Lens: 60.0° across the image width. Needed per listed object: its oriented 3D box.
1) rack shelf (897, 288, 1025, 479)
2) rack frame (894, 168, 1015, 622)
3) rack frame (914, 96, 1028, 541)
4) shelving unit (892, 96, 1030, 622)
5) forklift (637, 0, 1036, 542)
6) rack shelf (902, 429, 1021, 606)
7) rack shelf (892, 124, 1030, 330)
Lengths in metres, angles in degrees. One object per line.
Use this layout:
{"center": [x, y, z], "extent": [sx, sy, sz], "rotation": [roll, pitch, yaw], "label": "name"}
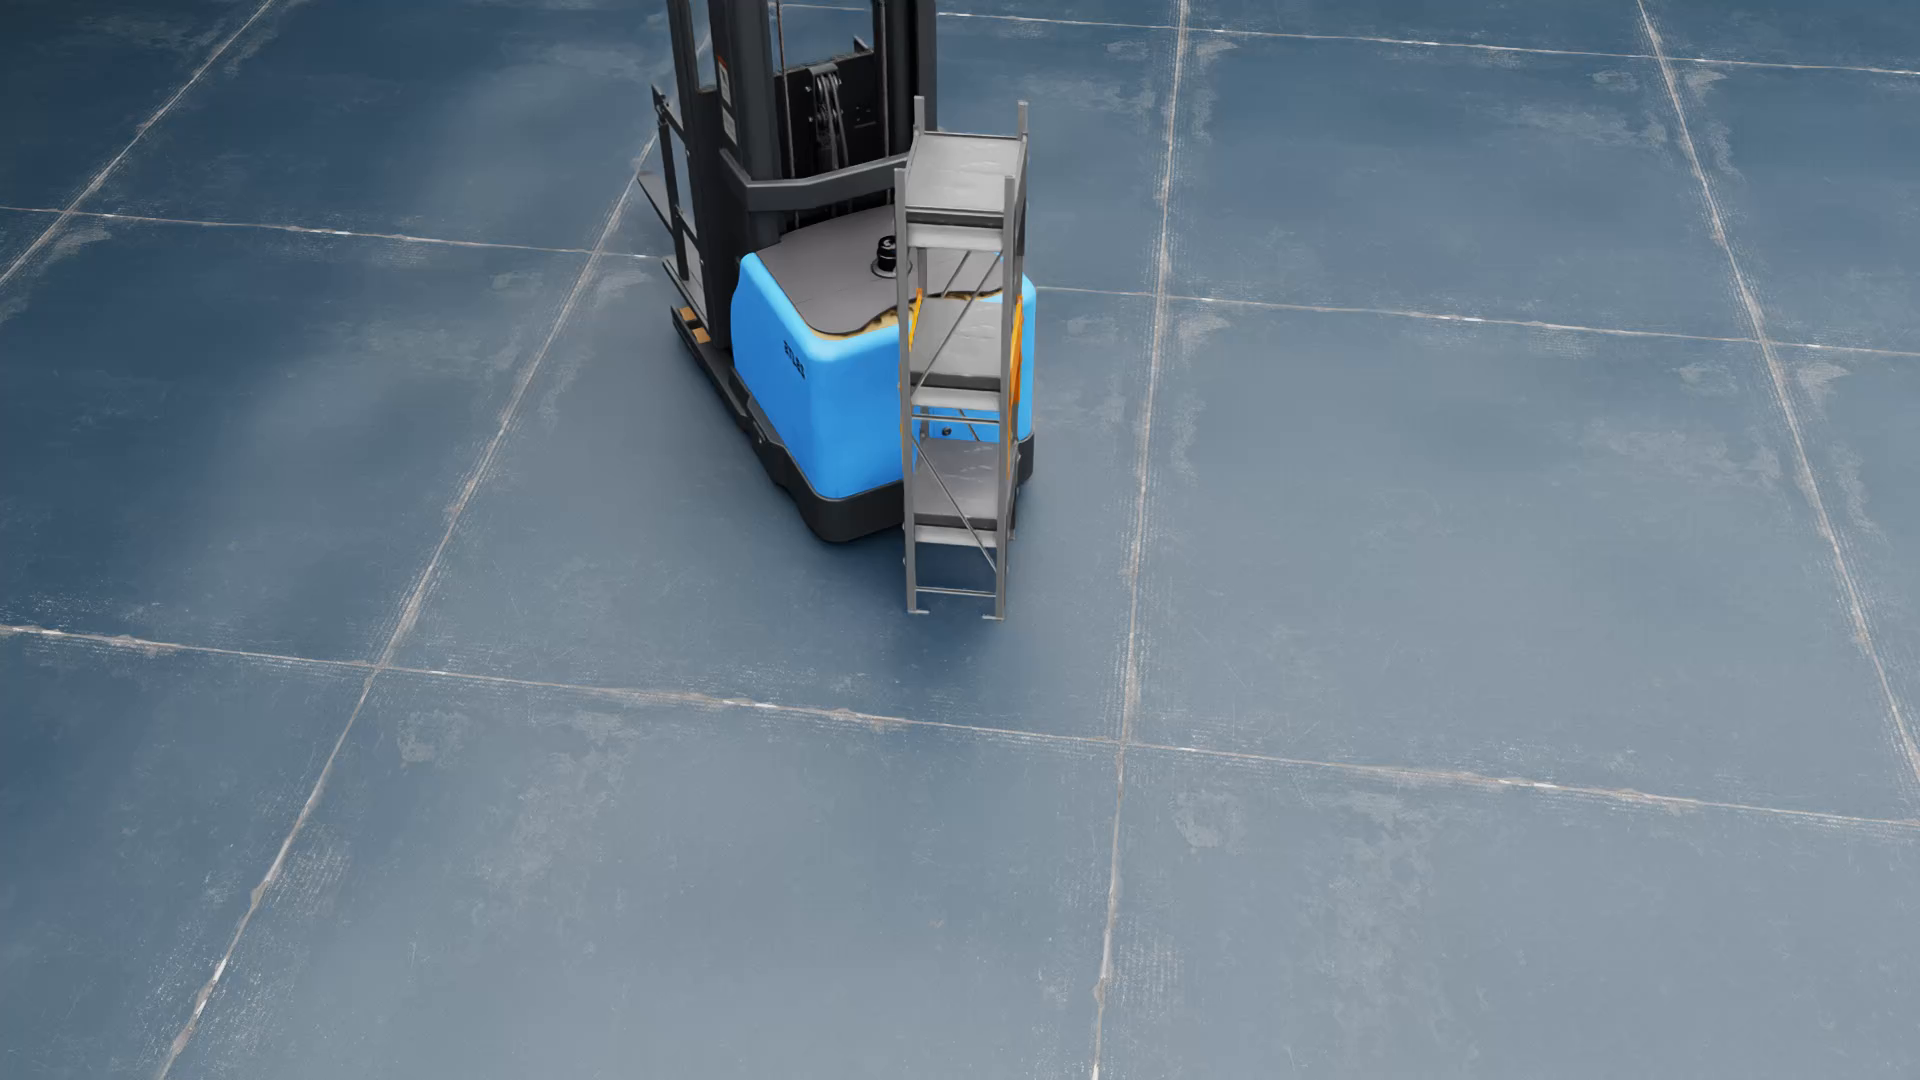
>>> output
{"center": [0.010, -0.601, 6.378], "extent": [0.431, 0.518, 0.480], "rotation": [5, 44, 5], "label": "rack shelf"}
{"center": [-0.018, -0.445, 6.192], "extent": [0.400, 2.100, 0.015], "rotation": [5, 44, 5], "label": "rack frame"}
{"center": [0.038, -0.778, 6.544], "extent": [0.400, 2.100, 0.015], "rotation": [5, 44, 5], "label": "rack frame"}
{"center": [0.010, -0.611, 6.368], "extent": [0.431, 2.100, 0.503], "rotation": [5, 44, 5], "label": "shelving unit"}
{"center": [-0.779, -2.069, 7.303], "extent": [1.130, 2.935, 3.031], "rotation": [-19, 47, -19], "label": "forklift"}
{"center": [0.010, -0.093, 6.859], "extent": [0.431, 0.518, 0.480], "rotation": [5, 44, 5], "label": "rack shelf"}
{"center": [0.010, -1.110, 5.897], "extent": [0.431, 0.518, 0.480], "rotation": [5, 44, 5], "label": "rack shelf"}
